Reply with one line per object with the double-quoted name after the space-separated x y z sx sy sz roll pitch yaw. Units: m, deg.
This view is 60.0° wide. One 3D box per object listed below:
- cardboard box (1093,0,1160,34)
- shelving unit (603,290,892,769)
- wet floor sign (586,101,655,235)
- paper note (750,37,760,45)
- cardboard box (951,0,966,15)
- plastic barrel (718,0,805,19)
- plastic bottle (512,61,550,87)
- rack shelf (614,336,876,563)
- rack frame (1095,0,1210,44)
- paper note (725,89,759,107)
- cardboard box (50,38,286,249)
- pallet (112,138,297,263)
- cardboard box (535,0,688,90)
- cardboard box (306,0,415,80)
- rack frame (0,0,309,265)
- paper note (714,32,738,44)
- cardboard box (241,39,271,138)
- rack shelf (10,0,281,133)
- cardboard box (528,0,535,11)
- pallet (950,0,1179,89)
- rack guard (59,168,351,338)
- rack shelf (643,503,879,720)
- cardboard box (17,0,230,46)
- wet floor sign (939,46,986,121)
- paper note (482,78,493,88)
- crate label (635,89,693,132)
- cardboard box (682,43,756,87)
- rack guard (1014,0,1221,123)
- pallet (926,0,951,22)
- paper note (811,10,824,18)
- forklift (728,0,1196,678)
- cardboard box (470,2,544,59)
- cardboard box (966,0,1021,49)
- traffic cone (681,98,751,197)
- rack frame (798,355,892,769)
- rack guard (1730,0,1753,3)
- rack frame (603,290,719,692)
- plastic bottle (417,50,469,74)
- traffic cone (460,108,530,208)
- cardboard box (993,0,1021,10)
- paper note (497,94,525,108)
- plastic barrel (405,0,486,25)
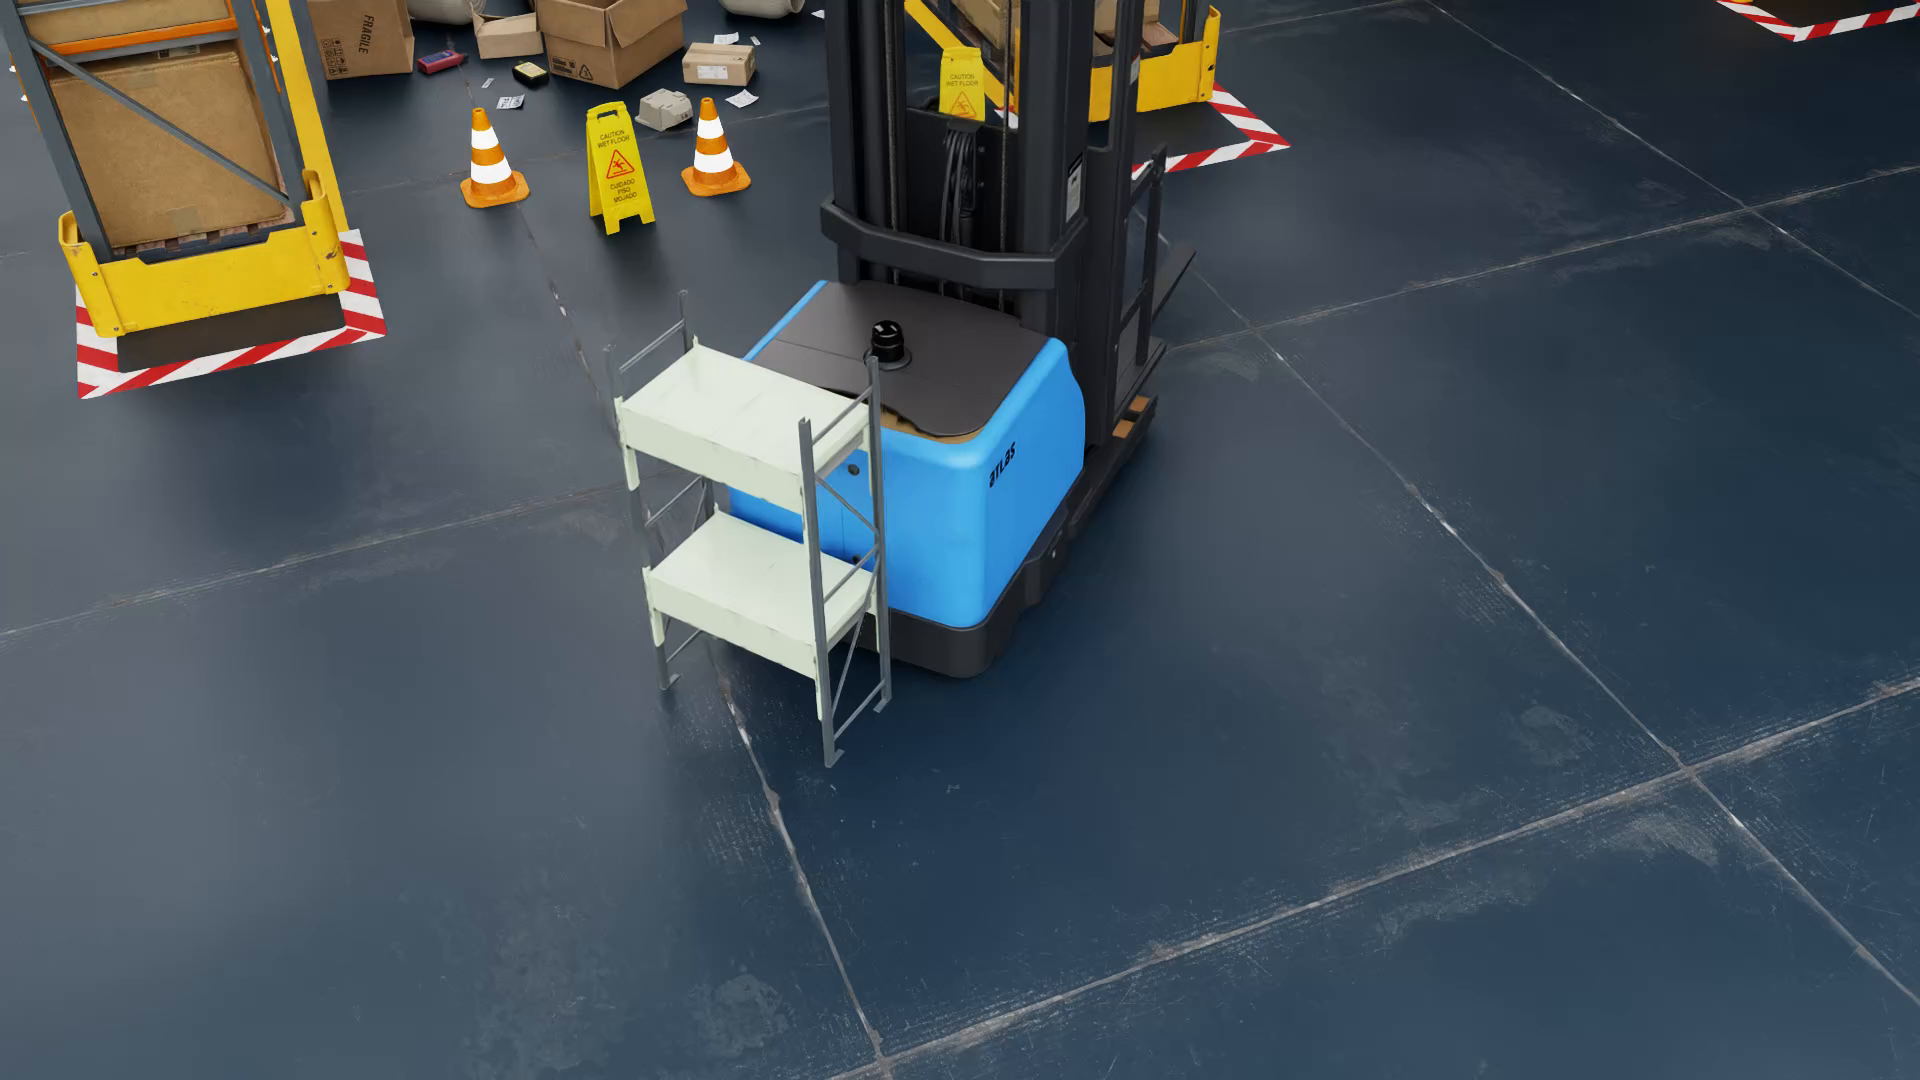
0.874 -3.311 10.087 0.500 0.250 0.500 -15 43 -17 "cardboard box"
-0.676 -0.006 5.606 0.755 1.500 0.431 21 45 23 "shelving unit"
-1.767 -1.928 8.497 0.267 0.644 0.232 -23 46 -24 "wet floor sign"
-1.275 -3.111 10.360 0.032 0.001 0.123 -15 43 -17 "paper note"
0.179 -3.490 10.295 0.500 0.250 0.500 -15 43 -17 "cardboard box"
-1.261 -3.529 10.529 0.512 0.421 0.421 12 42 13 "plastic barrel"
-2.589 -2.799 9.958 0.133 0.061 0.283 -31 49 -31 "plastic bottle"
-0.676 -0.302 5.352 0.720 0.370 0.431 21 45 23 "rack shelf"
0.928 -3.639 8.682 1.000 3.000 0.127 -15 43 -17 "rack frame"
-1.273 -2.587 9.734 0.148 0.019 0.142 -31 49 -31 "paper note"
-3.928 -2.089 8.187 0.875 0.875 0.875 -15 43 -17 "cardboard box"
-3.985 -1.748 8.621 1.003 0.211 1.213 -15 43 -17 "pallet"
-2.084 -3.119 9.992 0.637 0.503 0.797 19 44 20 "cardboard box"
-3.595 -3.127 10.001 0.500 0.500 0.500 -8 41 -9 "cardboard box"
-3.607 -2.344 7.175 1.000 3.000 0.127 -15 43 -17 "rack frame"
-1.460 -3.131 10.377 0.148 0.019 0.142 -2 41 -2 "paper note"
-4.266 -2.619 8.802 0.875 0.875 0.875 -16 43 -18 "cardboard box"
-4.372 -3.276 8.810 1.077 0.370 4.000 -15 43 -17 "rack shelf"
-2.449 -3.732 10.600 0.797 0.637 0.503 -15 43 -17 "cardboard box"
0.620 -3.126 10.223 1.003 0.211 1.213 -15 43 -17 "pallet"
-3.598 -1.381 7.973 1.175 0.500 0.348 -15 43 -17 "rack guard"
-0.676 0.241 5.819 0.720 0.370 0.431 21 45 23 "rack shelf"
-3.791 -2.613 7.373 0.875 0.550 0.550 -15 43 -17 "cardboard box"
0.012 -2.365 9.006 0.267 0.644 0.232 -2 41 -2 "wet floor sign"
-2.815 -2.723 9.909 0.032 0.001 0.123 5 41 6 "paper note"
-1.682 -2.468 9.515 0.298 0.136 0.250 27 47 27 "crate label"
-1.440 -2.844 9.943 0.380 0.149 0.250 5 41 6 "cardboard box"
0.899 -2.737 9.550 1.175 0.500 0.348 -15 43 -17 "rack guard"
0.157 -3.860 11.077 1.003 0.211 1.213 -15 43 -17 "pallet"
-0.852 -3.382 10.659 0.142 0.019 0.148 -31 49 -31 "paper note"
0.213 -1.571 6.329 1.130 2.935 3.031 17 43 18 "forklift"
-2.778 -3.141 10.199 0.396 0.266 0.258 -8 41 -9 "cardboard box"
0.361 -3.190 9.946 0.500 0.250 0.500 -15 43 -17 "cardboard box"
-1.324 -2.133 8.876 0.336 0.463 0.334 -15 43 -17 "traffic cone"
-0.361 0.116 5.464 0.023 1.500 0.400 21 45 23 "rack frame"
5.521 -3.918 10.922 1.175 0.500 0.348 -15 43 -17 "rack guard"
-0.991 -0.128 5.748 0.023 1.500 0.400 21 45 23 "rack frame"
-3.134 -2.910 10.087 0.283 0.061 0.133 -31 49 -31 "plastic bottle"
-2.498 -2.056 8.786 0.336 0.463 0.334 -15 43 -17 "traffic cone"
0.380 -3.458 9.682 0.500 0.500 0.500 -15 43 -17 "cardboard box"
-2.622 -2.560 9.705 0.144 0.017 0.142 -2 41 -2 "paper note"
-3.286 -3.476 10.467 0.512 0.421 0.421 12 42 13 "plastic barrel"
